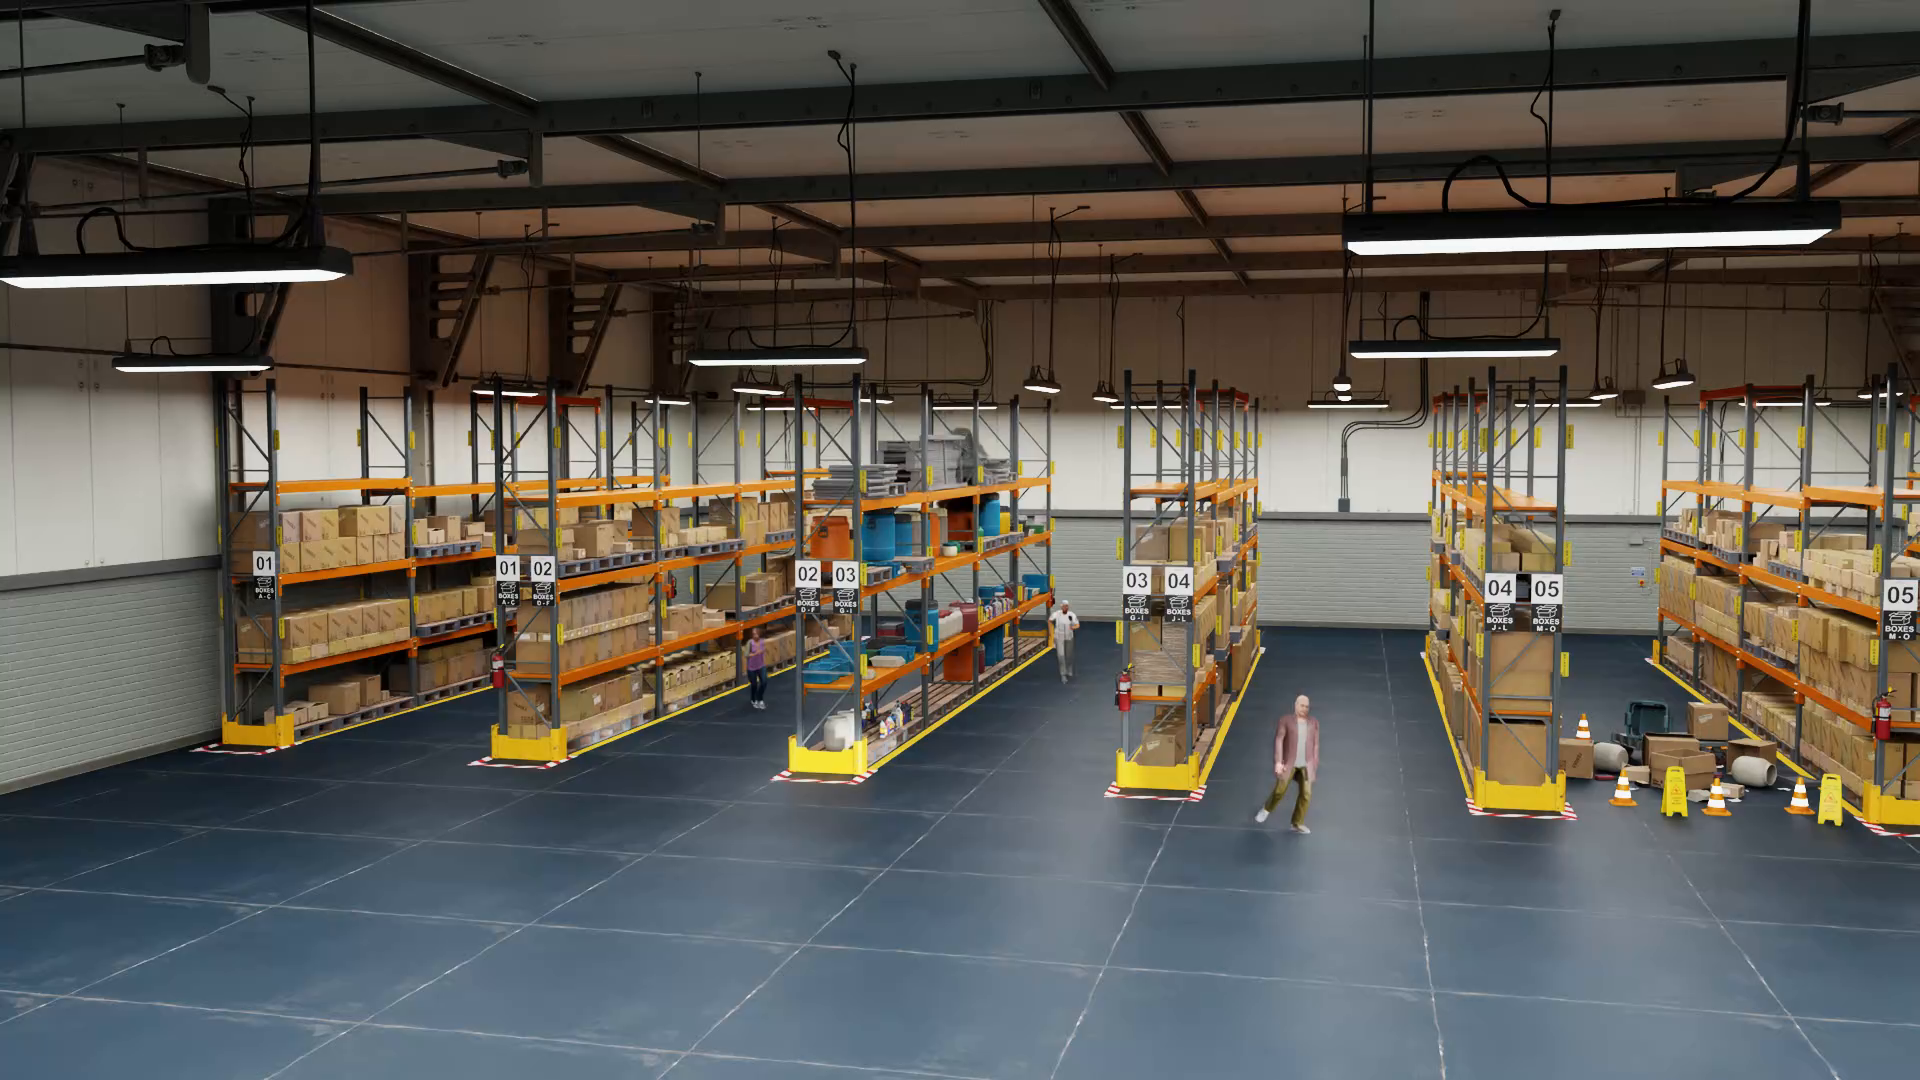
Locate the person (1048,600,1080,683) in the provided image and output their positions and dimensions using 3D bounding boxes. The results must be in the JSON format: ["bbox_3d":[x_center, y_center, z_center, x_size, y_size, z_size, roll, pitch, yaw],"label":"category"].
[{"bbox_3d":[2.167,2.092,34.682,0.644,1.701,0.914,0,3,-2],"label":"person"}]

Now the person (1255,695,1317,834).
[{"bbox_3d":[4.190,2.838,21.254,0.737,1.748,0.664,0,3,-5],"label":"person"}]

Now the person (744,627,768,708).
[{"bbox_3d":[-3.799,2.381,30.811,0.498,1.558,0.808,-1,4,-22],"label":"person"}]
